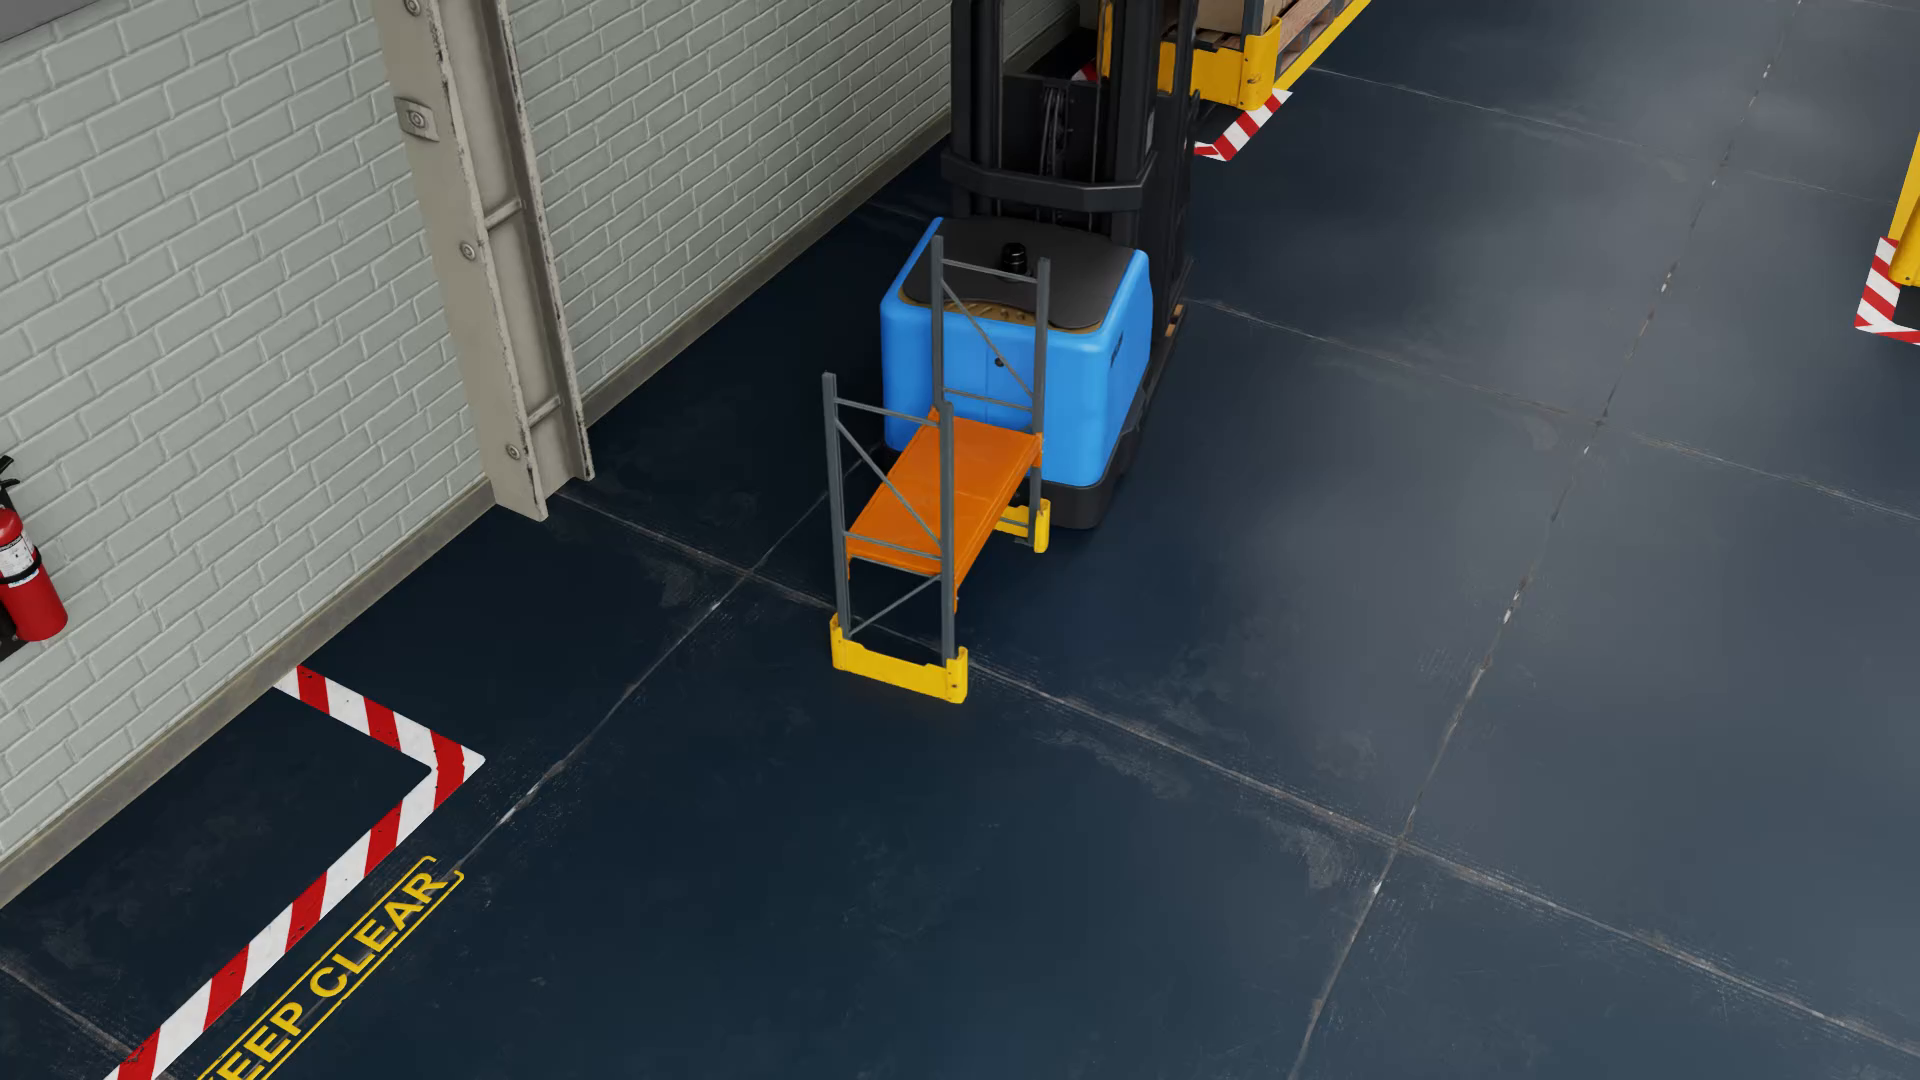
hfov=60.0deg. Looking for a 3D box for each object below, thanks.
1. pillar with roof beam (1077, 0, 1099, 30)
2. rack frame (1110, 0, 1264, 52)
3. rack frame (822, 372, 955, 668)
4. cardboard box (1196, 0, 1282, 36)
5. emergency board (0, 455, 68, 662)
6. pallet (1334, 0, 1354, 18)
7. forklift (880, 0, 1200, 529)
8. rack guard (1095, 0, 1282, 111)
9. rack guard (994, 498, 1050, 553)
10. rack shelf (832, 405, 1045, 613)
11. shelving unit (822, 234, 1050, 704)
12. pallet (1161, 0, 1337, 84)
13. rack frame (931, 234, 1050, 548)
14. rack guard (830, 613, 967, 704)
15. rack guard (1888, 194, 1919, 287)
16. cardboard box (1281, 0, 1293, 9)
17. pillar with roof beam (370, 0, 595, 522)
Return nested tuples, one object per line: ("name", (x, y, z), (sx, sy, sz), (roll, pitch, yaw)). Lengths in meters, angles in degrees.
("pillar with roof beam", (4.766, -5.634, 7.154), (9.100, 9.000, 0.400), (21, 45, 22))
("rack frame", (1.437, -4.119, 9.973), (1.000, 3.000, 0.127), (21, 45, 22))
("rack frame", (-0.259, 0.027, 6.400), (0.500, 1.500, 0.032), (15, 43, 16))
("cardboard box", (1.861, -3.641, 11.132), (0.500, 0.311, 0.500), (16, 44, 17))
("emergency board", (-3.234, 0.029, 5.263), (0.194, 1.169, 0.643), (21, 45, 22))
("pallet", (2.524, -4.265, 12.249), (1.003, 0.211, 1.213), (21, 45, 22))
("forklift", (0.571, -2.133, 7.770), (1.130, 2.935, 3.031), (12, 43, 13))
("rack guard", (1.475, -3.225, 10.849), (1.175, 0.500, 0.348), (21, 45, 22))
("rack guard", (0.119, -0.127, 7.521), (0.587, 0.250, 0.087), (15, 43, 16))
("rack shelf", (-0.070, -0.150, 6.873), (0.538, 0.185, 1.000), (15, 43, 16))
("shelving unit", (-0.067, -0.291, 6.761), (0.587, 1.500, 1.083), (15, 43, 16))
("pallet", (1.912, -3.569, 11.459), (1.003, 0.211, 1.213), (21, 45, 22))
("rack frame", (0.119, -0.597, 7.108), (0.500, 1.500, 0.032), (15, 43, 16))
("rack guard", (-0.252, 0.484, 6.827), (0.587, 0.250, 0.087), (15, 43, 16))
("rack guard", (5.716, -1.531, 8.926), (1.175, 0.500, 0.348), (21, 45, 22))
("cardboard box", (2.147, -3.968, 11.503), (0.500, 0.311, 0.500), (25, 47, 25))
("pillar with roof beam", (1.763, -2.200, 3.255), (9.100, 9.000, 0.400), (21, 45, 22))
